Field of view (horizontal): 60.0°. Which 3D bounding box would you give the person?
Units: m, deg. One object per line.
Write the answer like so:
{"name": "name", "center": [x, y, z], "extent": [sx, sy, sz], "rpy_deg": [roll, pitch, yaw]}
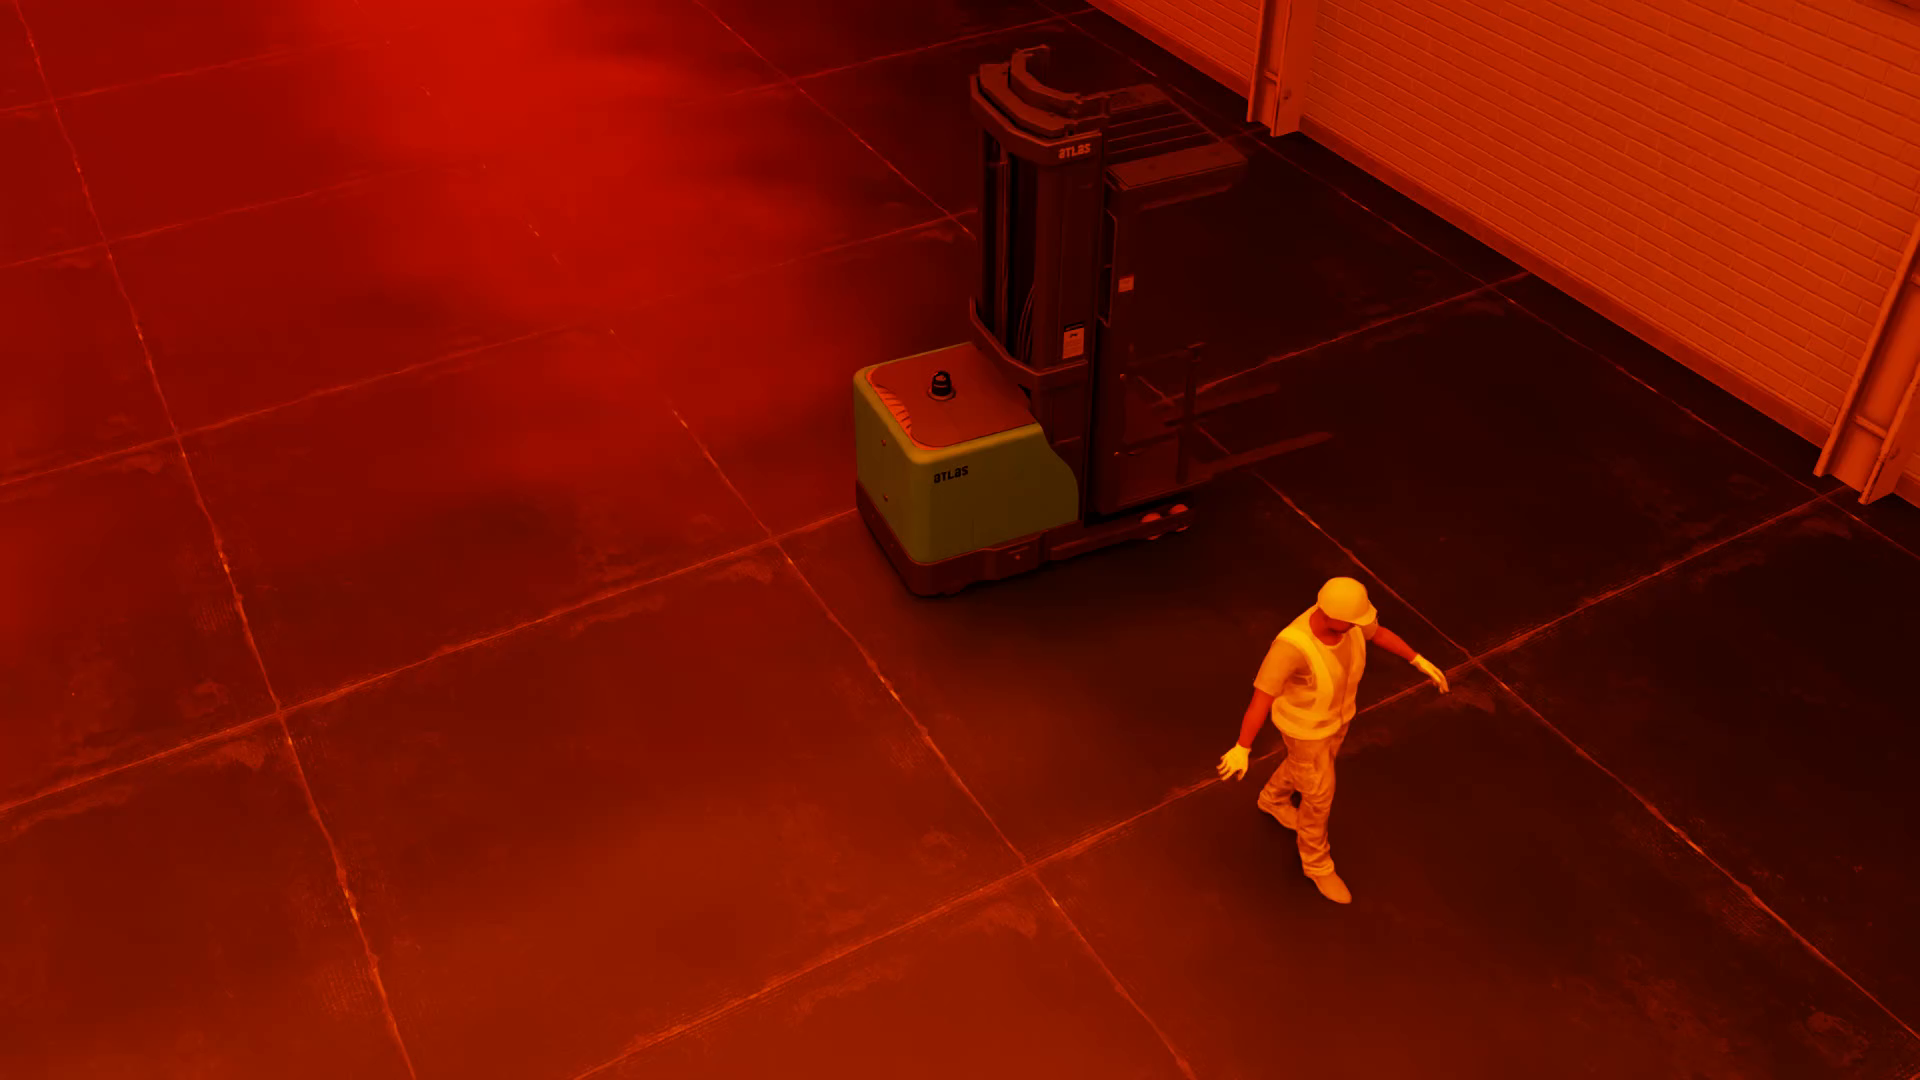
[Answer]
{"name": "person", "center": [1.736, 0.913, 7.874], "extent": [1.043, 1.769, 0.725], "rpy_deg": [-32, 49, -33]}

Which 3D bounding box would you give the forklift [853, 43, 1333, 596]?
{"name": "forklift", "center": [0.910, -1.424, 9.752], "extent": [3.031, 2.935, 1.130], "rpy_deg": [-16, 42, -18]}
